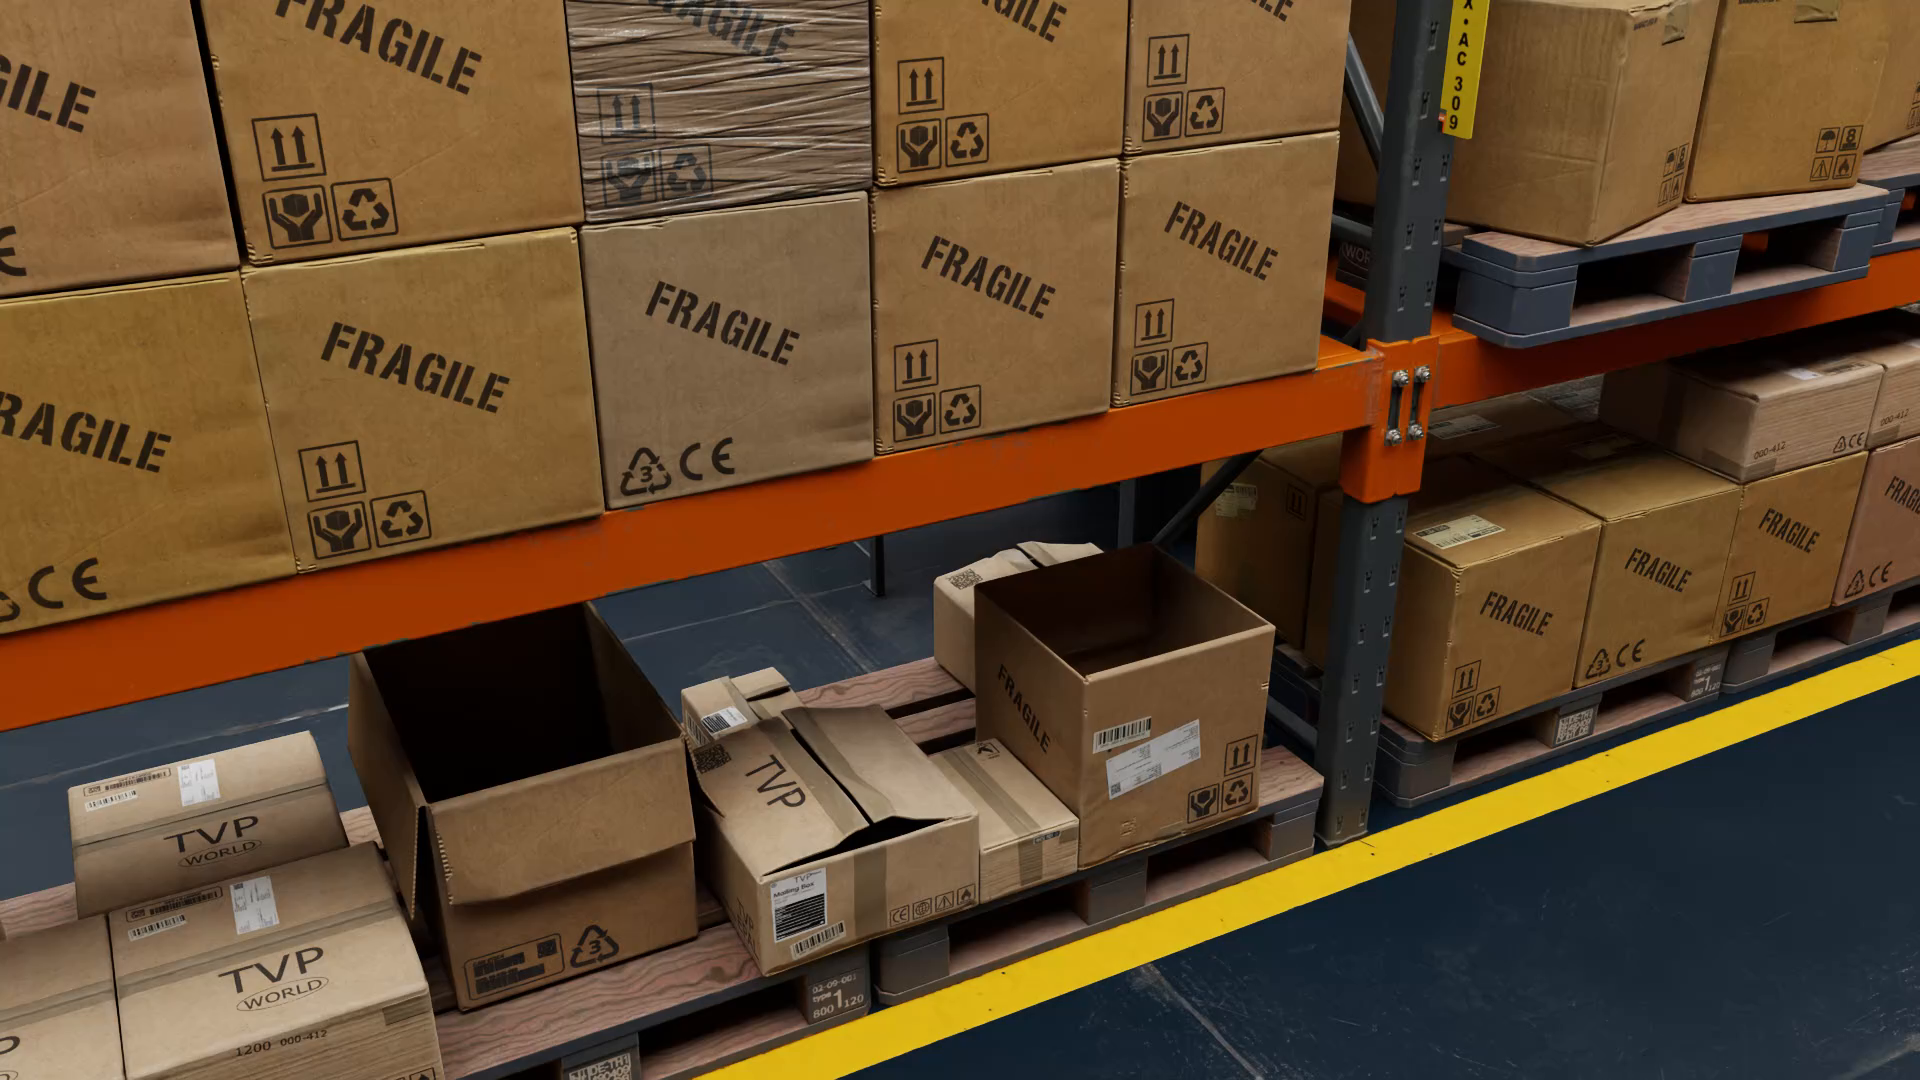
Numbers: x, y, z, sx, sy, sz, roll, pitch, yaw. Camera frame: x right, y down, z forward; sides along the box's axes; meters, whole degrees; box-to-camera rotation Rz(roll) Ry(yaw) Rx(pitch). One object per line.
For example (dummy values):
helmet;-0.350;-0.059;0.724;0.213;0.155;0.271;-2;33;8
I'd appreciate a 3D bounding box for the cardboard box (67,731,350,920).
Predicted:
cardboard box;-1.577;0.686;3.524;0.500;0.250;0.500;-13;29;-25

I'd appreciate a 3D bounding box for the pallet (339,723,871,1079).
pallet;-0.948;0.864;3.707;1.213;0.211;1.003;-13;29;-25

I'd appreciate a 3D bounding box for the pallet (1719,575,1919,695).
pallet;2.514;0.044;5.415;1.213;0.211;1.003;-13;29;-25

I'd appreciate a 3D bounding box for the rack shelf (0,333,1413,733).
rack shelf;-1.028;-0.051;3.222;4.000;0.370;1.077;-13;29;-25

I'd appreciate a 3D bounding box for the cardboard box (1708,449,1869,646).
cardboard box;2.188;-0.072;4.813;0.500;0.500;0.500;-13;28;-24

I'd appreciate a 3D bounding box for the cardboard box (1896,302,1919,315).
cardboard box;3.271;-0.577;5.865;0.500;0.500;0.500;-14;29;-27

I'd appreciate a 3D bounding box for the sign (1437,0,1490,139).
sign;0.999;-0.967;3.299;0.005;0.325;0.100;-13;29;-25

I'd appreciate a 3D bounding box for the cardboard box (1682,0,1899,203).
cardboard box;1.837;-1.192;4.167;0.500;0.500;0.700;-8;27;-17

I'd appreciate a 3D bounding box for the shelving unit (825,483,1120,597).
shelving unit;0.075;-0.693;5.462;1.048;1.500;0.538;-13;29;-25

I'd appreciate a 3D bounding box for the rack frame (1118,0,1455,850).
rack frame;0.737;-0.783;3.915;0.127;3.000;1.000;-13;29;-25

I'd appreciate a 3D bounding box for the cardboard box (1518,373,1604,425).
cardboard box;1.920;-0.264;5.213;0.500;0.500;0.500;-13;28;-24

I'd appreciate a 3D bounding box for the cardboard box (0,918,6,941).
cardboard box;-2.029;0.858;3.263;0.250;0.166;0.380;-13;29;-25

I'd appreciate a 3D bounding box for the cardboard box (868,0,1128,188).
cardboard box;-0.038;-0.971;3.037;0.500;0.500;0.500;-14;29;-26

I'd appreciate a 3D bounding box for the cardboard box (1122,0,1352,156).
cardboard box;0.412;-1.077;3.256;0.500;0.500;0.500;-13;28;-25

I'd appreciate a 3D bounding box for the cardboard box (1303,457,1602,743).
cardboard box;1.278;0.140;4.372;0.500;0.500;0.500;-14;29;-27

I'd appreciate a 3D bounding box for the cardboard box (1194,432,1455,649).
cardboard box;1.037;-0.064;4.798;0.500;0.500;0.500;-13;29;-25

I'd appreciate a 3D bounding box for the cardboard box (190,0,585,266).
cardboard box;-0.928;-0.767;2.611;0.500;0.500;0.500;-13;29;-26

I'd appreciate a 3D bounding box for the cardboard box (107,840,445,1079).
cardboard box;-1.297;0.867;3.147;0.500;0.250;0.500;-13;29;-25

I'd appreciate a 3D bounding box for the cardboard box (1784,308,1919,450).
cardboard box;2.603;-0.504;4.847;0.500;0.250;0.500;-14;29;-26

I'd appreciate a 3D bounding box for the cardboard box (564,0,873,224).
cardboard box;-0.483;-0.869;2.823;0.500;0.500;0.500;-13;28;-25

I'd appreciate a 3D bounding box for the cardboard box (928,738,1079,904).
cardboard box;0.065;0.628;3.762;0.250;0.149;0.380;-13;29;-25

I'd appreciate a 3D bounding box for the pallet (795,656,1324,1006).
pallet;0.130;0.614;4.228;1.213;0.211;1.003;-13;29;-25

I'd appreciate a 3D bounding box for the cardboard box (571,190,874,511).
cardboard box;-0.490;-0.417;3.037;0.500;0.500;0.500;-12;28;-24

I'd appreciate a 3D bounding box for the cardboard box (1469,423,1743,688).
cardboard box;1.744;0.027;4.607;0.500;0.500;0.500;-13;28;-24

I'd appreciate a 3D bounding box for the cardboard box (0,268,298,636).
cardboard box;-1.380;-0.211;2.608;0.500;0.500;0.500;-13;29;-25

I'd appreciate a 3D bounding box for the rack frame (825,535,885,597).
rack frame;-0.373;-0.590;5.246;0.032;1.500;0.500;-13;29;-25

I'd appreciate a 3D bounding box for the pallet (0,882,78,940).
pallet;-2.023;1.111;3.193;1.213;0.211;1.003;-13;29;-25

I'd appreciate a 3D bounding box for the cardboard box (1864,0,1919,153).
cardboard box;2.267;-1.401;4.601;0.500;0.500;0.700;-22;33;-38

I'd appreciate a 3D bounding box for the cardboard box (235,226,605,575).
cardboard box;-0.938;-0.312;2.819;0.500;0.500;0.500;-13;28;-24

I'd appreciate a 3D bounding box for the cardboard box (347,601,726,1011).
cardboard box;-0.919;0.529;3.559;0.637;0.503;0.797;-13;29;-25

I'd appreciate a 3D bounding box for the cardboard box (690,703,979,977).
cardboard box;-0.294;0.608;3.616;0.500;0.311;0.500;-13;29;-25

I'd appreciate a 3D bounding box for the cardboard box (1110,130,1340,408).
cardboard box;0.416;-0.628;3.477;0.500;0.500;0.500;-12;28;-24

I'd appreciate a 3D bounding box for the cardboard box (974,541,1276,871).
cardboard box;0.367;0.370;3.893;0.500;0.500;0.500;-13;29;-25

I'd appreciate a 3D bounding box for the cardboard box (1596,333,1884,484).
cardboard box;2.161;-0.401;4.634;0.500;0.250;0.500;-13;29;-25

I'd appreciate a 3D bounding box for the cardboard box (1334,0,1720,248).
cardboard box;1.260;-1.028;3.825;0.700;0.500;0.500;22;33;37

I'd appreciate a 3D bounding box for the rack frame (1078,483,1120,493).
rack frame;0.524;-0.797;5.677;0.032;1.500;0.500;-13;29;-25

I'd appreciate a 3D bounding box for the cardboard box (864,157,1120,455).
cardboard box;-0.038;-0.523;3.257;0.500;0.500;0.500;-12;28;-24

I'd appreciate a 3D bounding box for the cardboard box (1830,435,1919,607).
cardboard box;2.634;-0.174;5.027;0.500;0.500;0.500;-14;29;-27

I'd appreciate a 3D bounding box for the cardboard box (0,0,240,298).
cardboard box;-1.376;-0.663;2.394;0.500;0.500;0.500;-13;28;-24

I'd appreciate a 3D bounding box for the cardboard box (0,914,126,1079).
cardboard box;-1.738;0.969;2.935;0.500;0.250;0.500;-13;29;-25

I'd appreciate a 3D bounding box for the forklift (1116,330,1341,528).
forklift;1.875;-1.778;6.067;3.031;2.935;1.130;-12;28;-24

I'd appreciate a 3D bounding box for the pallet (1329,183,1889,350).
pallet;1.493;-0.817;4.208;1.213;0.211;1.003;-13;29;-25

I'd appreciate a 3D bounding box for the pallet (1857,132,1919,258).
pallet;2.552;-1.113;4.824;1.213;0.211;1.003;-13;29;-25

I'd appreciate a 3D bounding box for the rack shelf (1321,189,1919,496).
rack shelf;2.501;-0.866;4.919;4.000;0.370;1.077;-13;29;-25

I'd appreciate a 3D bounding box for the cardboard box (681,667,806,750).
cardboard box;-0.494;0.479;4.052;0.250;0.166;0.380;-13;29;-25

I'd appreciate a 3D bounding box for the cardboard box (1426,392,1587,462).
cardboard box;1.477;-0.162;5.001;0.500;0.500;0.500;-13;29;-25

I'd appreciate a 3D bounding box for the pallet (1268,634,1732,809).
pallet;1.437;0.294;4.893;1.213;0.211;1.003;-13;29;-25

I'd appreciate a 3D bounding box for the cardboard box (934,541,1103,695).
cardboard box;0.264;0.234;4.395;0.500;0.311;0.500;-13;29;-25
